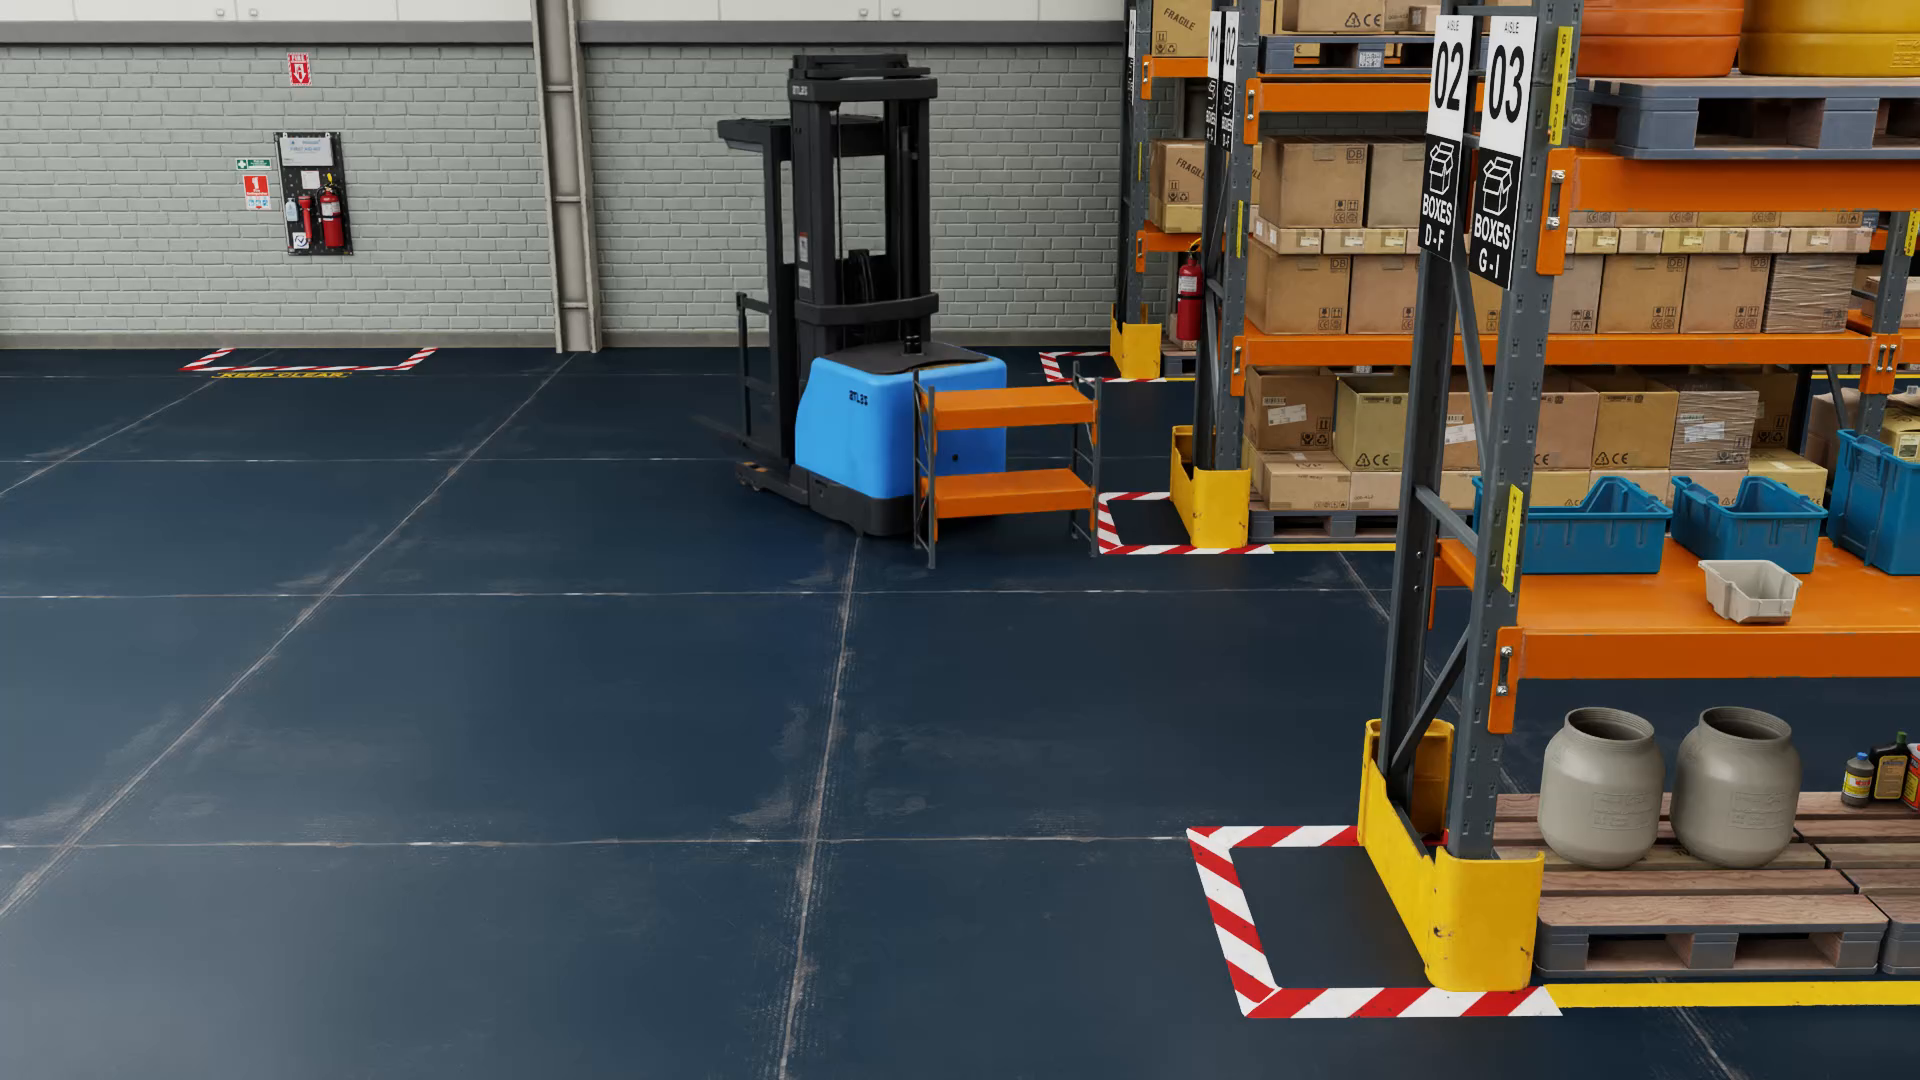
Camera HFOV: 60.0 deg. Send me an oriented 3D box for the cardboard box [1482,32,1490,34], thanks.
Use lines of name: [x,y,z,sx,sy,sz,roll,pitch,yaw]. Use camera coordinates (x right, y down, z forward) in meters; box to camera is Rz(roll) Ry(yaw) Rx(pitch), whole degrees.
cardboard box: [4.557,-4.495,14.543,0.500,0.500,0.500,-2,18,-6]

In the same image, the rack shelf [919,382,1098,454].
rack shelf: [0.277,-0.746,10.072,1.000,0.278,0.538,-4,18,-12]

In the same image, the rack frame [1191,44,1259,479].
rack frame: [1.646,-1.554,10.481,0.127,3.000,1.000,0,18,-1]

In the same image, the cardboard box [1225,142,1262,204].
cardboard box: [2.540,-3.272,14.822,0.500,0.500,0.500,0,18,-1]

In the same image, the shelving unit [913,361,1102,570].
shelving unit: [0.277,-0.467,10.161,1.048,1.125,0.538,-4,18,-12]

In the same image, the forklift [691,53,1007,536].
forklift: [-0.936,-1.810,11.390,1.130,2.935,3.031,-12,21,-33]

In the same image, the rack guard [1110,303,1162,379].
rack guard: [1.640,-1.877,15.580,0.348,0.500,1.175,0,18,-1]

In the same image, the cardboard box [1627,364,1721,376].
cardboard box: [4.677,-0.910,11.059,0.500,0.500,0.500,0,18,-1]

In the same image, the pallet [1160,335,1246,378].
pallet: [2.453,-1.733,15.603,1.213,0.211,1.003,0,18,-1]

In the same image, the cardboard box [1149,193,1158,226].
cardboard box: [2.028,-3.066,15.409,0.500,0.250,0.500,0,18,0]

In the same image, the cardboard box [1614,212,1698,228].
cardboard box: [4.196,-2.229,10.299,0.500,0.500,0.700,0,18,-1]

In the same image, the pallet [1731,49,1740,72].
pallet: [4.793,-2.947,10.059,1.213,0.211,1.003,0,18,-1]

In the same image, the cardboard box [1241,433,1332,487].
cardboard box: [2.177,-0.537,11.126,0.500,0.250,0.500,0,18,-1]

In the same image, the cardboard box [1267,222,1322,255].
cardboard box: [2.042,-1.847,10.168,0.250,0.149,0.380,0,18,-1]

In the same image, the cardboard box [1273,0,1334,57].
cardboard box: [2.959,-4.473,14.474,0.500,0.500,0.500,1,18,2]

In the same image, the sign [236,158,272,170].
sign: [-6.770,-3.601,15.936,0.331,0.109,0.001,0,18,-1]

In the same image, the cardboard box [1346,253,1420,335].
cardboard box: [2.638,-1.604,10.473,0.500,0.500,0.700,0,18,1]

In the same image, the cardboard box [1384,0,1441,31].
cardboard box: [2.793,-3.264,10.229,0.500,0.250,0.500,0,18,-1]

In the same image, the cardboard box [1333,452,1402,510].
cardboard box: [2.686,-0.383,10.644,0.500,0.250,0.500,0,18,-1]

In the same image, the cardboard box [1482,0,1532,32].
cardboard box: [3.311,-3.221,9.687,0.500,0.500,0.500,0,18,-1]

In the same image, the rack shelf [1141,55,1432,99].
rack shelf: [3.564,-4.162,14.879,4.000,0.370,1.077,0,18,-1]

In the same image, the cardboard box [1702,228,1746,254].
cardboard box: [4.605,-1.859,10.206,0.250,0.149,0.380,0,18,-1]

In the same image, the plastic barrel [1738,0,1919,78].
plastic barrel: [2.858,-1.803,5.352,0.600,0.588,0.600,0,18,0]

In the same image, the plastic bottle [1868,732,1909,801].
plastic bottle: [3.666,0.894,6.577,0.133,0.283,0.061,0,18,0]

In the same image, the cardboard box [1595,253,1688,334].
cardboard box: [4.173,-1.611,10.495,0.500,0.500,0.700,0,18,0]

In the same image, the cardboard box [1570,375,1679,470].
cardboard box: [4.185,-0.750,10.560,0.500,0.500,0.500,0,18,-1]

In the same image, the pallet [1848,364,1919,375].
pallet: [8.782,-1.774,15.733,1.213,0.211,1.003,0,18,-1]

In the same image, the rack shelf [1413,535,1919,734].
rack shelf: [3.720,0.292,5.905,4.000,0.370,1.077,0,18,-1]

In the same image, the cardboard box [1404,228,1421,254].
cardboard box: [2.807,-1.850,10.178,0.250,0.149,0.380,-1,18,-2]

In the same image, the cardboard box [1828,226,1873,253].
cardboard box: [5.377,-1.863,10.219,0.250,0.149,0.380,0,18,-1]

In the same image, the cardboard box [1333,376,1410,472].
cardboard box: [2.686,-0.739,10.528,0.500,0.500,0.500,0,18,-1]

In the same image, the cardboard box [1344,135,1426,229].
cardboard box: [2.692,-2.222,10.276,0.500,0.500,0.700,-1,18,-2]

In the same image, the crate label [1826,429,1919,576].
crate label: [3.556,-0.149,6.045,0.616,0.435,0.502,0,18,-1]

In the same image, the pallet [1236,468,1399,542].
pallet: [2.410,-0.243,10.958,1.213,0.211,1.003,0,18,-1]

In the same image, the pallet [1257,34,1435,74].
pallet: [2.353,-2.936,10.022,1.213,0.211,1.003,0,18,-1]

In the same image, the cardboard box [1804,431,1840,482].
cardboard box: [6.055,-0.554,11.179,0.500,0.250,0.500,0,18,-1]

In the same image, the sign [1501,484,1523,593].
sign: [1.725,-0.005,5.199,0.005,0.325,0.100,0,18,-1]

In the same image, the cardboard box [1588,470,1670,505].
cardboard box: [4.185,-0.389,10.662,0.500,0.250,0.500,0,18,-1]

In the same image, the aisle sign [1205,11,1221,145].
aisle sign: [1.576,-2.881,10.363,0.004,0.787,0.394,0,18,-1]

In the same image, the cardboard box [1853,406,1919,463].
cardboard box: [6.063,-0.657,10.580,0.500,0.311,0.500,0,18,-1]

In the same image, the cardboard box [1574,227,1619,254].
cardboard box: [3.842,-1.855,10.194,0.250,0.149,0.380,0,18,1]

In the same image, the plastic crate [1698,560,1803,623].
plastic crate: [2.620,0.178,5.512,0.250,0.136,0.298,0,18,-1]

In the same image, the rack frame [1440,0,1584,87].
rack frame: [1.720,-2.898,4.849,0.127,3.000,1.000,0,18,-1]

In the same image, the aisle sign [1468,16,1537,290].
aisle sign: [1.653,-1.189,5.088,0.004,0.787,0.394,0,18,-1]

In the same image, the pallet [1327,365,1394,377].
pallet: [3.670,-1.738,15.619,1.213,0.211,1.003,0,18,-1]

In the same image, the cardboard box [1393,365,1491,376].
cardboard box: [3.177,-0.904,11.043,0.500,0.500,0.500,0,18,-1]

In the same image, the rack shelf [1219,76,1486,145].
rack shelf: [3.646,-2.649,10.163,4.000,0.370,1.077,0,18,-1]

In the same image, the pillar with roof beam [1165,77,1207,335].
pillar with roof beam: [2.318,-4.876,11.016,0.400,9.000,9.100,0,18,-1]
